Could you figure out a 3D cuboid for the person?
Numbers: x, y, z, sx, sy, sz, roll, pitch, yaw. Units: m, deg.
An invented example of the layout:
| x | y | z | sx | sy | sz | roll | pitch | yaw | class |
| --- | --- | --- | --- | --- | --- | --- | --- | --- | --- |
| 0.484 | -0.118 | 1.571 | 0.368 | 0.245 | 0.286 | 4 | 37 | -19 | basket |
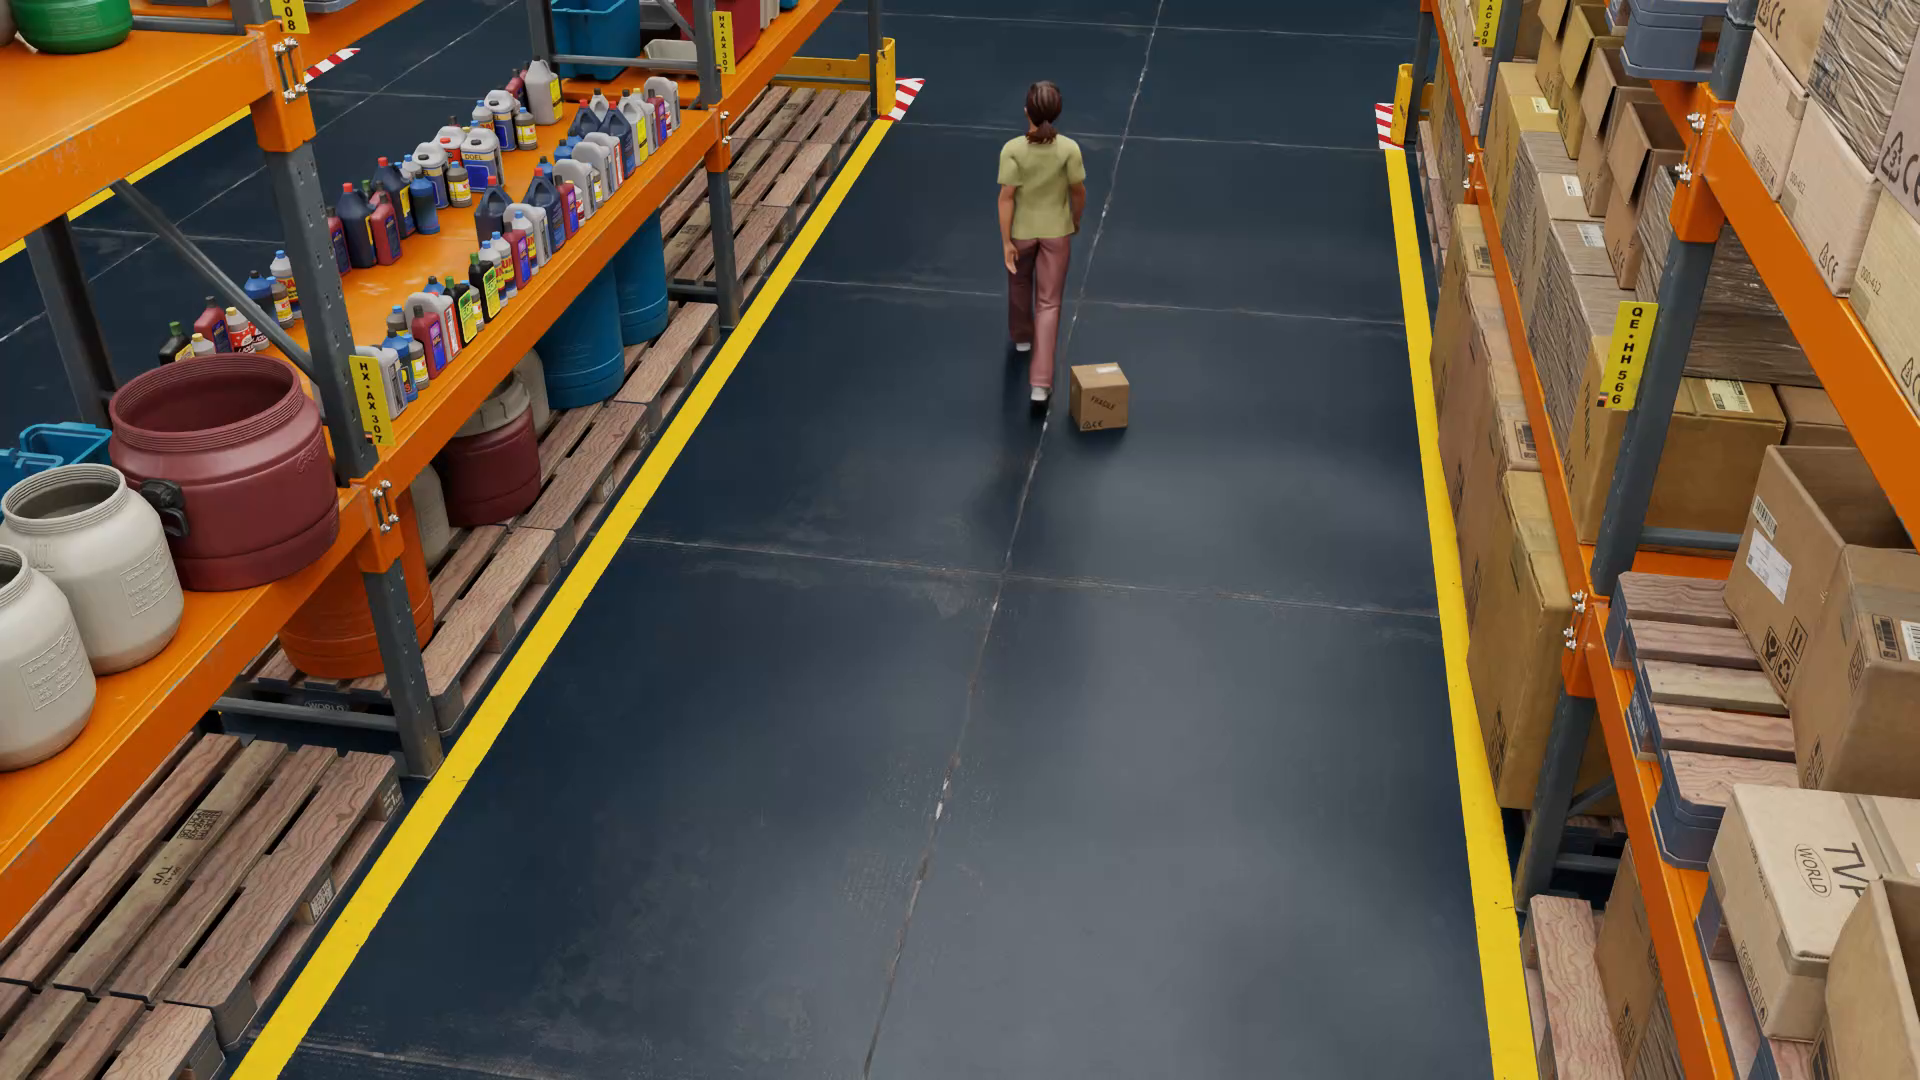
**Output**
| x | y | z | sx | sy | sz | roll | pitch | yaw | class |
| --- | --- | --- | --- | --- | --- | --- | --- | --- | --- |
| 0.425 | -1.613 | 8.670 | 0.450 | 1.614 | 1.027 | 3 | 33 | 4 | person |
